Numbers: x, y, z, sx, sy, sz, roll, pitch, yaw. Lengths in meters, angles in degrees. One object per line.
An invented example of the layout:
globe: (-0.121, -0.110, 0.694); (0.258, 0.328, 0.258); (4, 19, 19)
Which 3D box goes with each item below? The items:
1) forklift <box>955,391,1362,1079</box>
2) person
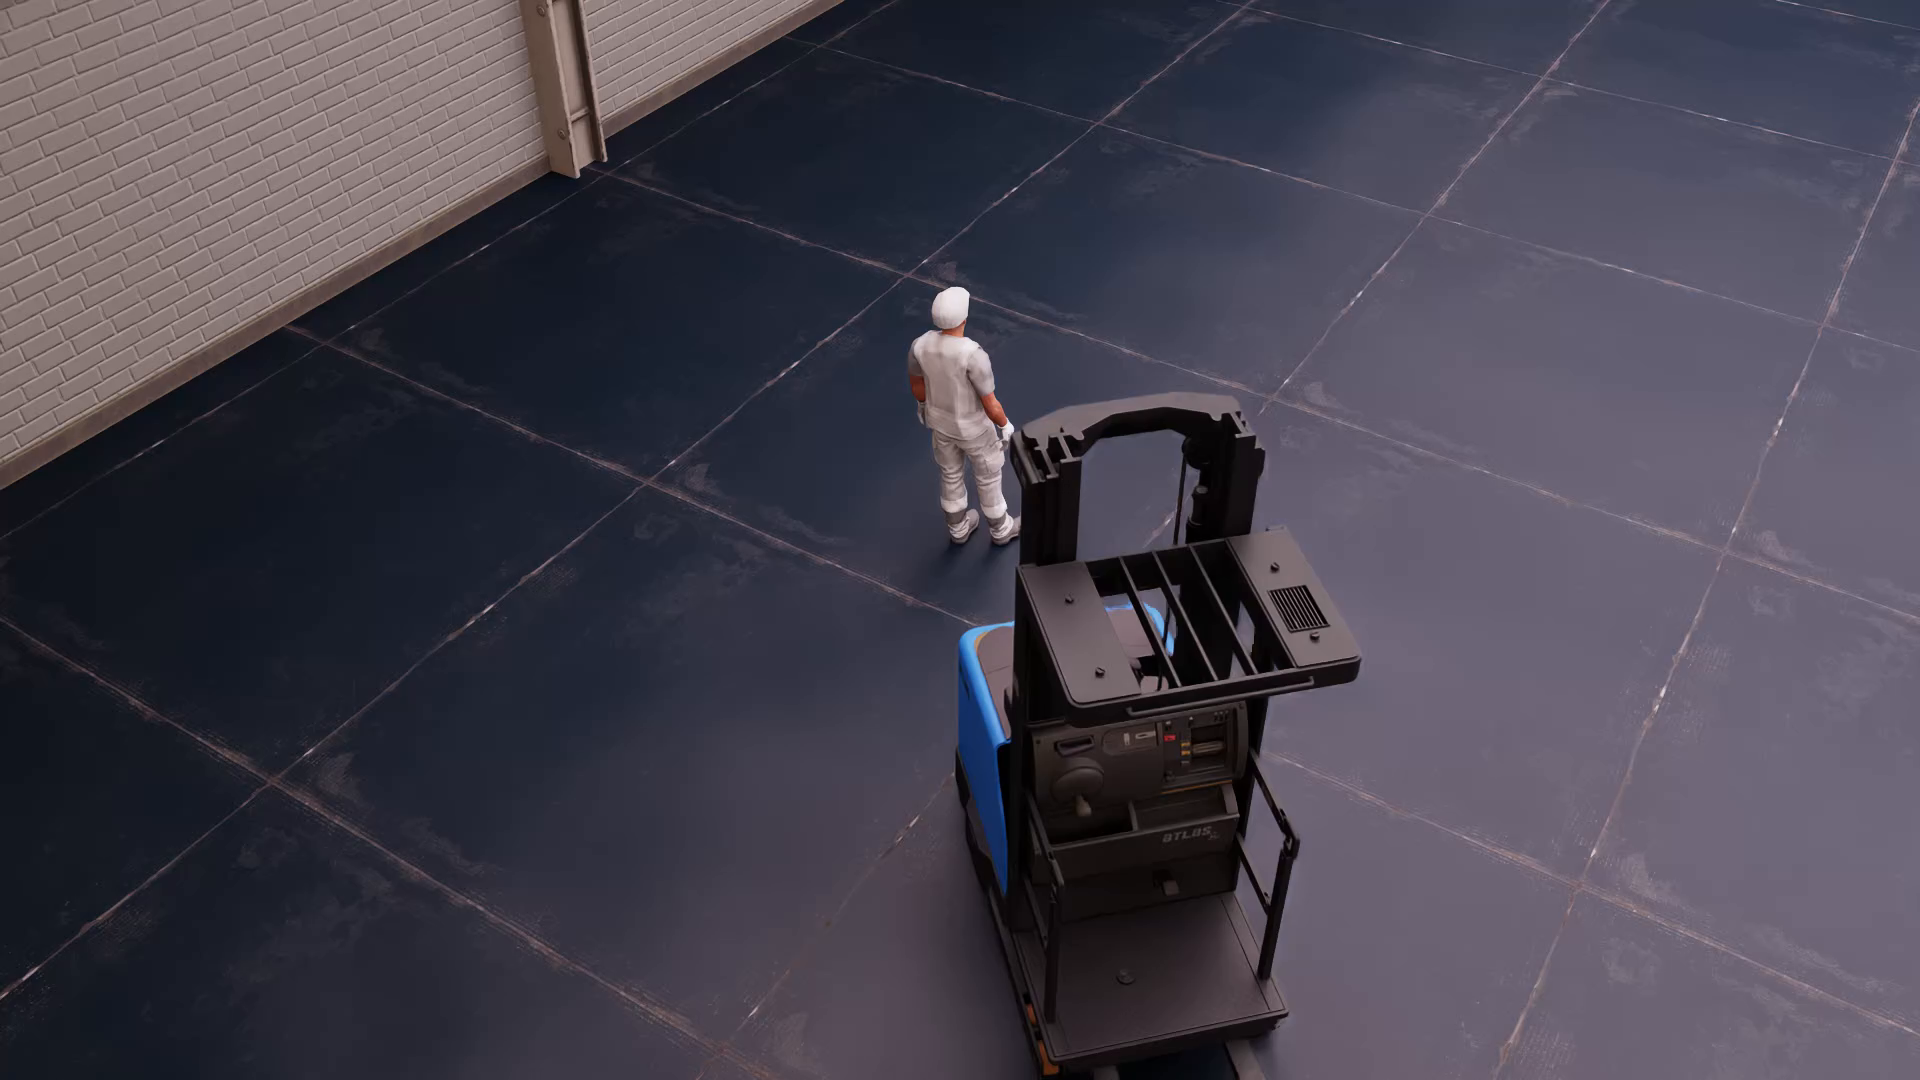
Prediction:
forklift: (0.808, 0.993, 6.795); (1.130, 2.935, 3.031); (-9, 41, -10)
person: (0.053, -0.728, 9.699); (0.636, 1.789, 0.562); (22, 45, 24)
